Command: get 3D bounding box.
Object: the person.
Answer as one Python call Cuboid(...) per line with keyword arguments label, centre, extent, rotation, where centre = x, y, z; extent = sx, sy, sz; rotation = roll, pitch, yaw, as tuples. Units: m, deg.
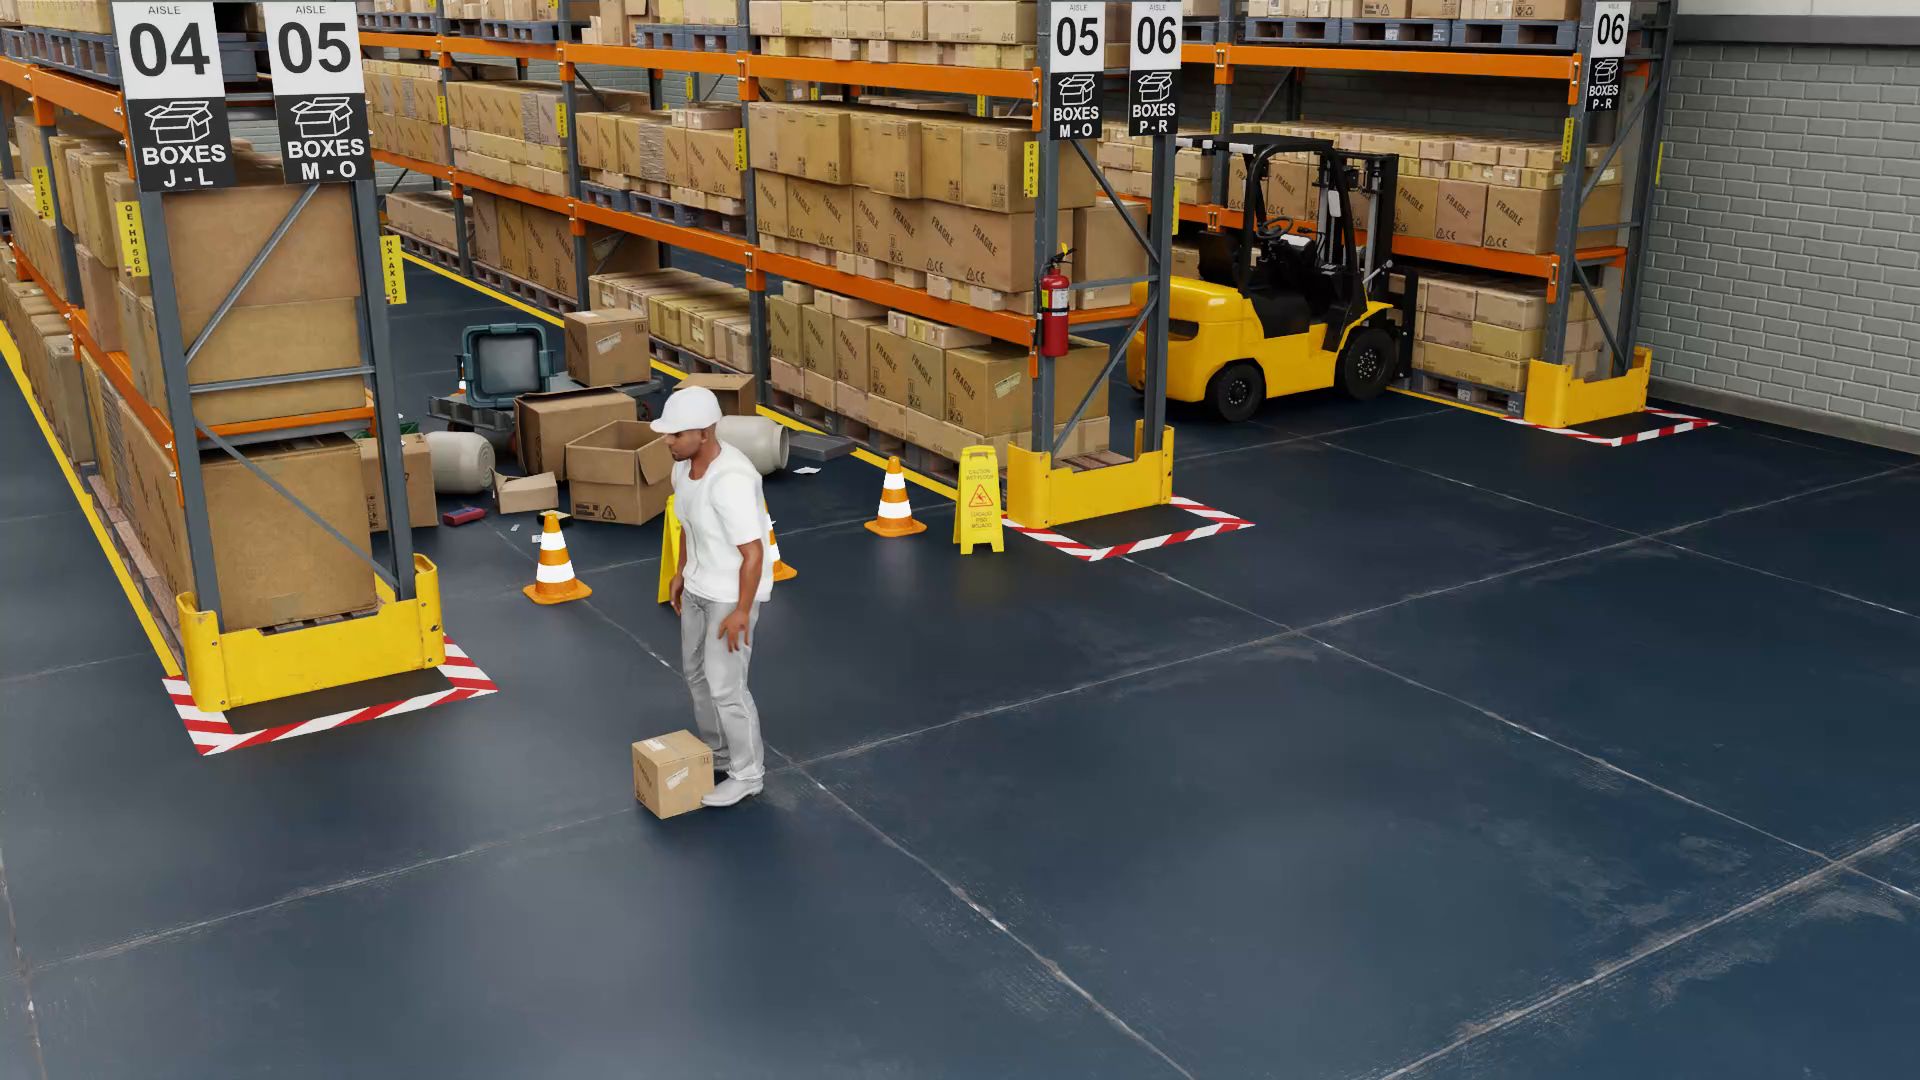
Cuboid(label="person", centre=(-1.019, 0.219, 6.848), extent=(0.460, 1.761, 0.627), rotation=(-12, 21, -32))
